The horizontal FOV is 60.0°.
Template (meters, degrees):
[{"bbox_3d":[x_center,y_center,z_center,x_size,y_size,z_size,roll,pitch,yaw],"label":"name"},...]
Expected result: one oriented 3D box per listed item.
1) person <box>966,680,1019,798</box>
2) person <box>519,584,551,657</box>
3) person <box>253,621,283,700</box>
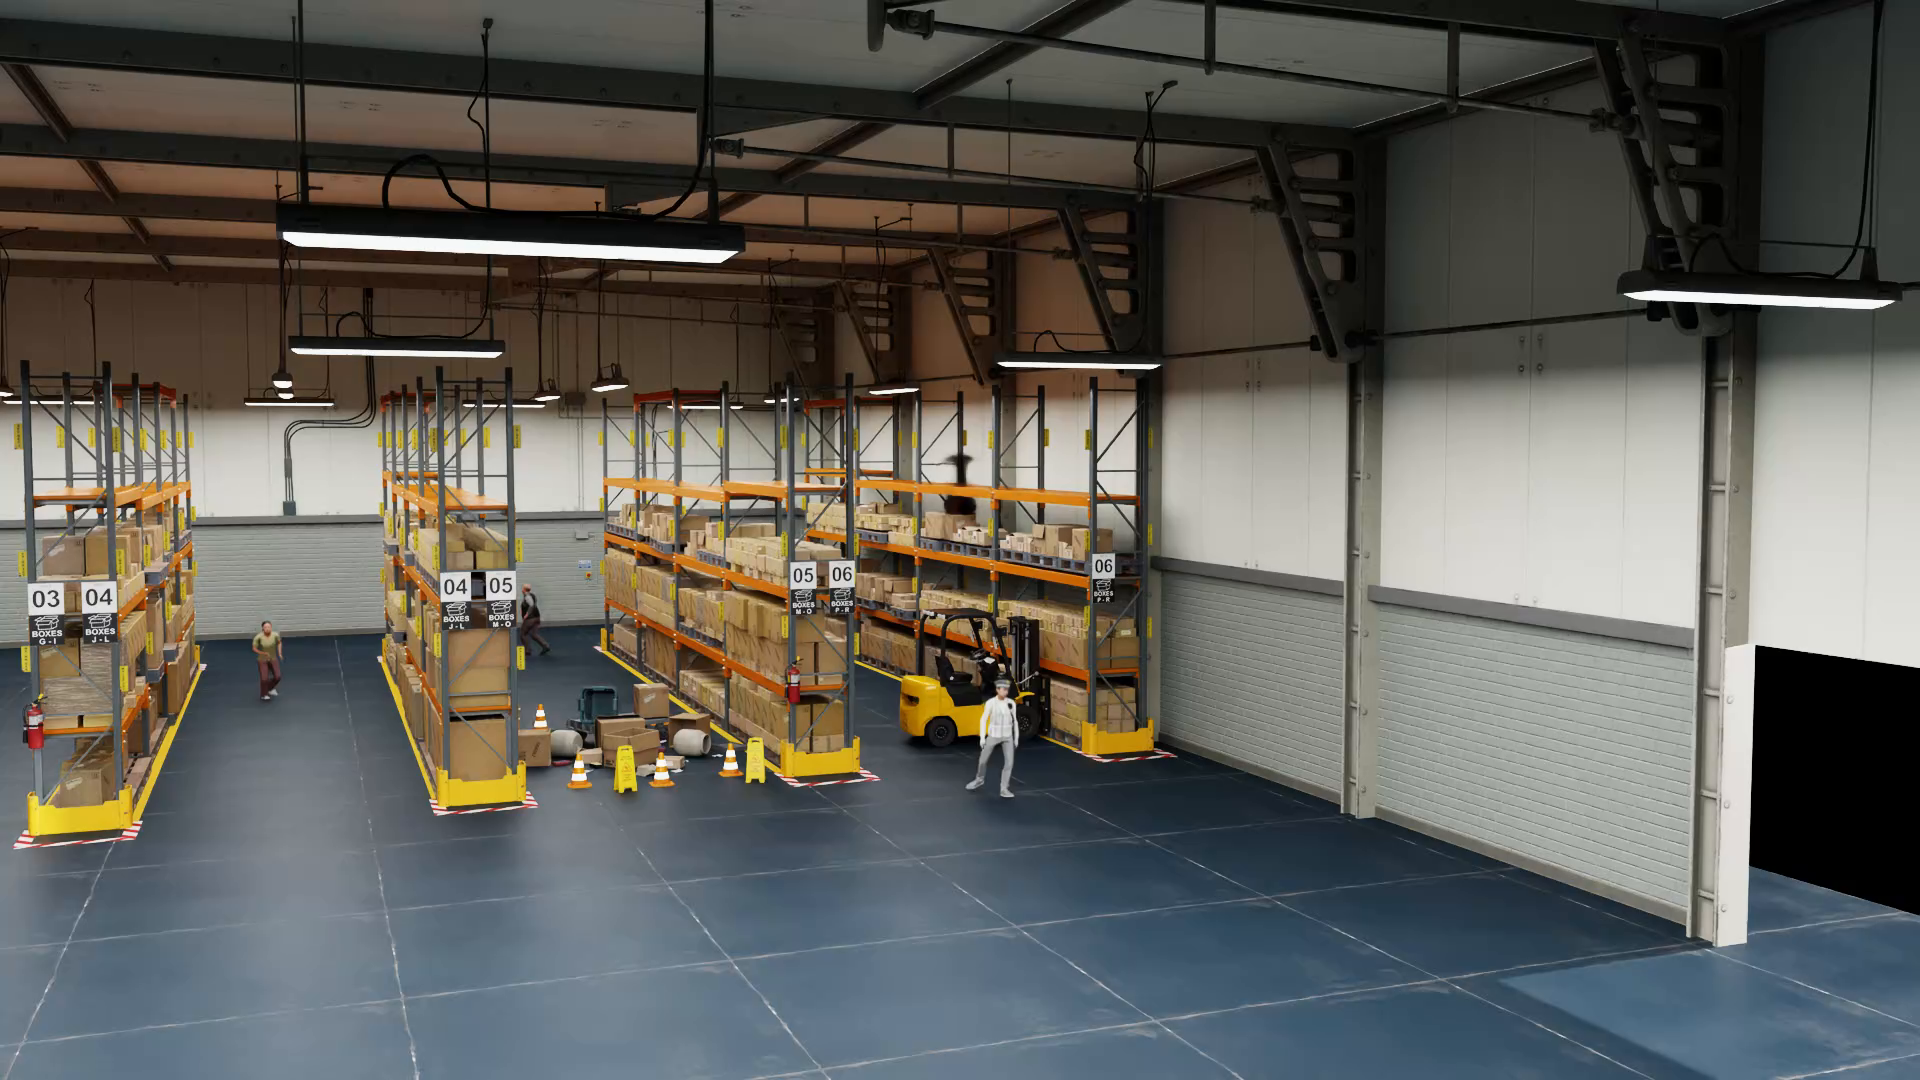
[{"bbox_3d":[0.471,2.766,23.395,0.714,1.650,0.631,-1,3,-10],"label":"person"},{"bbox_3d":[-9.774,1.856,38.245,0.817,1.703,0.633,1,4,14],"label":"person"},{"bbox_3d":[-13.290,2.310,31.919,0.572,1.560,0.711,-3,4,-38],"label":"person"}]
